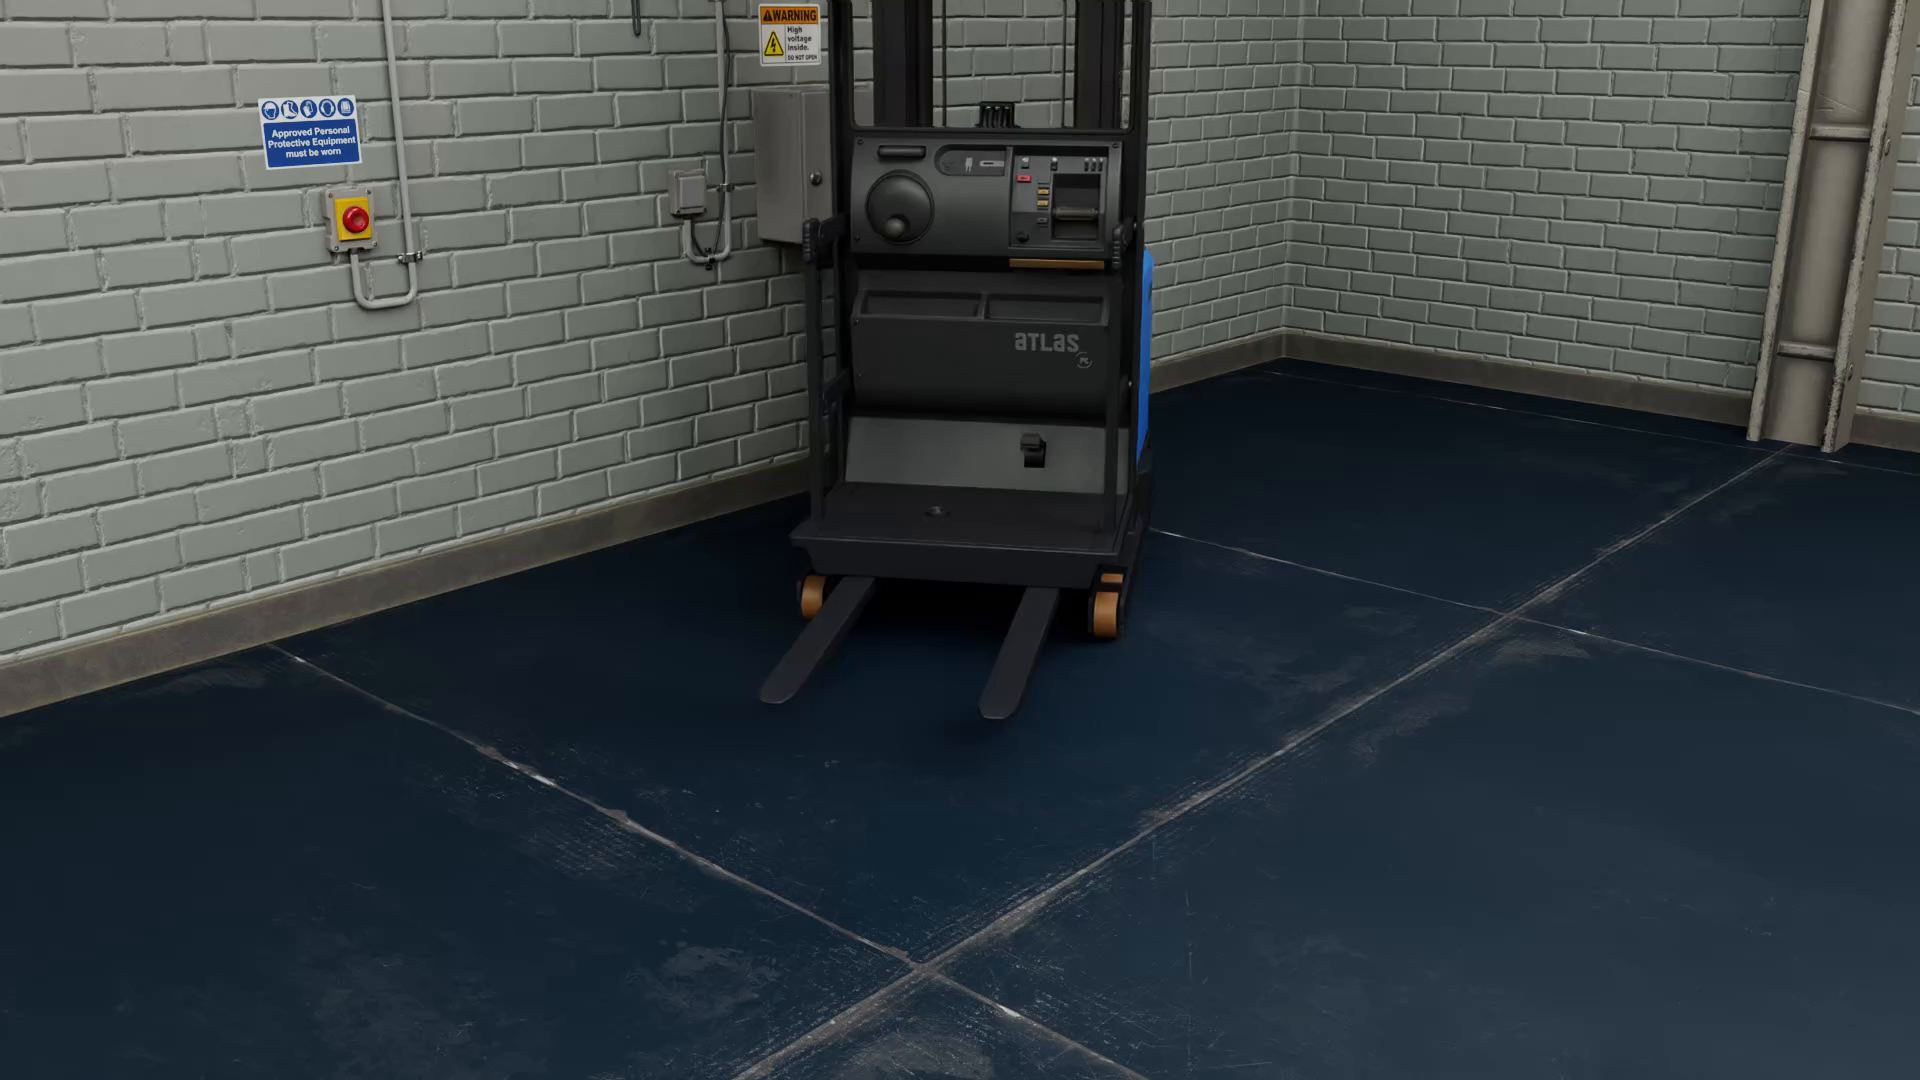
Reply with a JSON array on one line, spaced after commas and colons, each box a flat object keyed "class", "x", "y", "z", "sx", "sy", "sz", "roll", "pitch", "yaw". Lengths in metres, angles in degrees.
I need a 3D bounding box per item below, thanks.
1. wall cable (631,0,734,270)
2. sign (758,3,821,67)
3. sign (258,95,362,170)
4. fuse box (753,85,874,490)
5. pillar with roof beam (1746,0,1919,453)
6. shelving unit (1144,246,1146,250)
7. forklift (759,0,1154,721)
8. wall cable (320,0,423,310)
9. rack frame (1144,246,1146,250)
[{"class": "wall cable", "x": -1.066, "y": -1.984, "z": 6.224, "sx": 0.122, "sy": 1.984, "sz": 0.588, "roll": 15, "pitch": 23, "yaw": 39}, {"class": "sign", "x": -0.687, "y": -2.045, "z": 6.731, "sx": 0.001, "sy": 0.242, "sz": 0.339, "roll": 15, "pitch": 23, "yaw": 39}, {"class": "sign", "x": -2.076, "y": -1.306, "z": 5.323, "sx": 0.001, "sy": 0.218, "sz": 0.327, "roll": 15, "pitch": 23, "yaw": 39}, {"class": "fuse box", "x": -0.495, "y": -1.008, "z": 6.959, "sx": 0.414, "sy": 1.711, "sz": 0.539, "roll": 15, "pitch": 23, "yaw": 39}, {"class": "pillar with roof beam", "x": 1.250, "y": -3.804, "z": 3.721, "sx": 0.400, "sy": 9.000, "sz": 9.100, "roll": 15, "pitch": 23, "yaw": 39}, {"class": "shelving unit", "x": 0.641, "y": -0.772, "z": 7.309, "sx": 0.215, "sy": 1.050, "sz": 0.252, "roll": -11, "pitch": 21, "yaw": -31}, {"class": "forklift", "x": 0.051, "y": -1.181, "z": 5.488, "sx": 1.130, "sy": 2.935, "sz": 3.031, "roll": 3, "pitch": 18, "yaw": 9}, {"class": "wall cable", "x": -1.999, "y": -1.675, "z": 5.201, "sx": 0.123, "sy": 1.953, "sz": 0.585, "roll": 15, "pitch": 23, "yaw": 39}, {"class": "rack frame", "x": 0.707, "y": -0.741, "z": 7.211, "sx": 0.200, "sy": 1.050, "sz": 0.008, "roll": -11, "pitch": 21, "yaw": -31}]
